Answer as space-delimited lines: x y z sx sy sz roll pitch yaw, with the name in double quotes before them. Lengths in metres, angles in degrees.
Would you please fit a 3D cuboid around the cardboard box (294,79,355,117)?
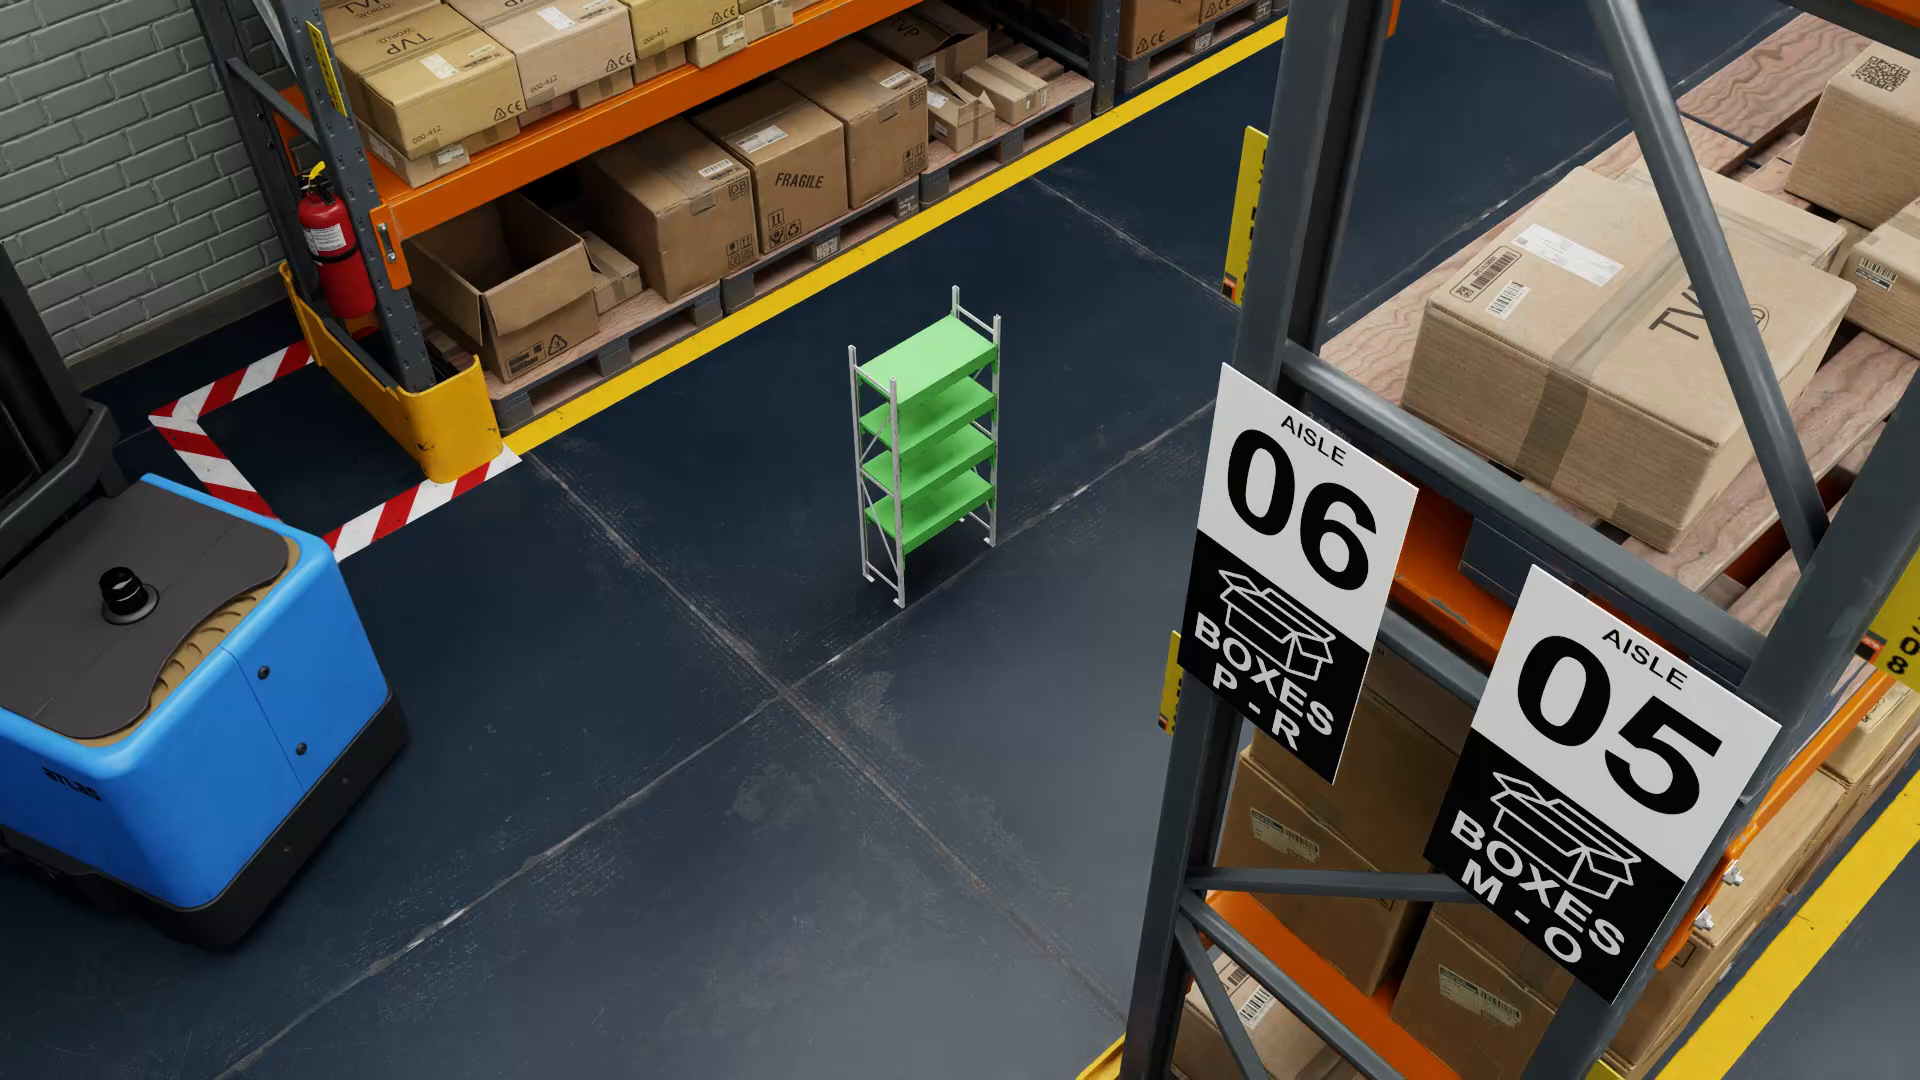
"cardboard box" -2.452 -1.824 6.616 0.250 0.149 0.380 -34 56 -28

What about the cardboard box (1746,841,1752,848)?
"cardboard box" 1.275 0.480 3.129 0.250 0.149 0.380 -33 55 -26

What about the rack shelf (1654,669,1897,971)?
"rack shelf" 5.639 2.539 1.888 4.000 1.870 10.987 -34 56 -27

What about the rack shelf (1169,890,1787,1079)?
"rack shelf" 2.305 0.353 4.926 4.000 0.370 1.077 -34 56 -27

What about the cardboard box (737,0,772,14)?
"cardboard box" -0.890 -2.493 6.962 0.500 0.250 0.500 -35 56 -28

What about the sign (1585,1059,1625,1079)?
"sign" 1.195 1.083 3.121 0.005 0.325 0.100 -34 56 -27

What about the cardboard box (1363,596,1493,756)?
"cardboard box" 0.956 0.219 3.371 0.250 0.149 0.380 -33 55 -27

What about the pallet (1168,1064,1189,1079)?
"pallet" 1.365 1.606 5.178 1.213 0.211 1.003 -34 56 -27

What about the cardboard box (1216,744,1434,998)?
"cardboard box" 1.004 0.682 4.065 0.500 0.500 0.500 -33 56 -27

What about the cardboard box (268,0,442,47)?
"cardboard box" -2.355 -2.021 6.527 0.500 0.250 0.500 -32 55 -26

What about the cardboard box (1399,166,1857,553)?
"cardboard box" 1.098 -0.316 2.761 0.500 0.250 0.500 34 56 27

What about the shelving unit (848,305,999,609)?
"shelving unit" 7.177 1.156 4.921 8.595 1.200 13.061 -34 56 -27

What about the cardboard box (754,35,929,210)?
"cardboard box" -0.573 -2.059 8.078 0.500 0.500 0.700 -36 57 -28

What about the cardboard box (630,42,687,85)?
"cardboard box" -1.340 -2.053 6.827 0.250 0.149 0.380 -33 55 -27

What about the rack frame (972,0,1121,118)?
"rack frame" 0.443 -3.577 8.063 0.127 3.000 1.000 -34 56 -27

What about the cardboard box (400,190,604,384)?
"cardboard box" -2.000 -1.146 7.232 0.637 0.503 0.797 -36 57 -28

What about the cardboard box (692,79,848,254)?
"cardboard box" -0.883 -1.753 7.795 0.500 0.500 0.500 -33 55 -27

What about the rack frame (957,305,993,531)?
"rack frame" 0.058 -0.446 6.398 0.006 1.046 0.228 -34 56 -27

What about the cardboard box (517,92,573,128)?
"cardboard box" -1.760 -1.827 6.619 0.250 0.149 0.380 -34 56 -28

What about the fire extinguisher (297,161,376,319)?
"fire extinguisher" -2.314 -1.122 6.104 0.183 0.674 0.296 -34 56 -27

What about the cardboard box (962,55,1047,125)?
"cardboard box" 0.229 -2.317 8.554 0.250 0.149 0.380 -35 56 -28

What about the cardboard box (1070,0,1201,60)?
"cardboard box" 0.952 -2.988 8.935 0.500 0.500 0.500 -31 55 -26

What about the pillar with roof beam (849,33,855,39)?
"pillar with roof beam" 2.218 -3.416 3.832 0.400 9.000 9.100 -34 56 -27

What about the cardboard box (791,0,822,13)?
"cardboard box" -0.777 -2.443 7.188 0.250 0.149 0.380 -34 56 -27

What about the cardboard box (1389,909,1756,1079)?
"cardboard box" 1.374 0.983 3.787 0.500 0.500 0.500 -34 56 -27

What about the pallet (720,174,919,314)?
"pallet" -0.969 -1.686 8.215 1.213 0.211 1.003 -34 56 -27

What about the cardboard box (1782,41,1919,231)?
"cardboard box" 1.967 -0.778 3.146 0.500 0.311 0.500 -33 55 -27

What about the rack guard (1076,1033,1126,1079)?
"rack guard" 0.808 1.958 4.657 0.348 0.500 1.175 -34 56 -27

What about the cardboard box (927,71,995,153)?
"cardboard box" -0.036 -2.180 8.349 0.258 0.266 0.396 -32 55 -26

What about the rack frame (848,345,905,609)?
"rack frame" -0.303 -0.204 6.175 0.015 1.200 0.240 -34 56 -27

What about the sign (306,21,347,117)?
"sign" -2.151 -1.598 5.647 0.005 0.325 0.100 -34 56 -27

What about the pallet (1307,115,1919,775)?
"pallet" 1.368 -0.261 3.023 1.213 0.211 1.003 -34 56 -27

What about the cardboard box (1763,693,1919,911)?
"cardboard box" 1.750 0.384 3.660 0.500 0.500 0.500 -35 56 -28

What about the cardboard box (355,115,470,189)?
"cardboard box" -2.089 -1.527 6.342 0.250 0.149 0.380 -34 56 -27

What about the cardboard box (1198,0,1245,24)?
"cardboard box" 1.340 -3.257 9.182 0.500 0.500 0.500 -34 56 -28

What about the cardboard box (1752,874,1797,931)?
"cardboard box" 1.729 0.718 4.032 0.500 0.500 0.500 -35 56 -28

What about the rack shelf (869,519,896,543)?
"rack shelf" -0.122 -0.138 6.489 0.442 0.029 0.199 -34 56 -27

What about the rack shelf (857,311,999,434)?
"rack shelf" -0.122 -0.607 5.981 0.480 0.148 0.258 -34 56 -27

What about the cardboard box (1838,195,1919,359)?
"cardboard box" 1.785 -0.423 2.929 0.250 0.149 0.380 -32 55 -26

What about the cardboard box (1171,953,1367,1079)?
"cardboard box" 1.247 1.444 4.888 0.875 0.438 0.875 -36 57 -28

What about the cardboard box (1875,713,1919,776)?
"cardboard box" 2.126 0.125 3.899 0.500 0.500 0.500 -34 56 -27

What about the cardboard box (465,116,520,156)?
"cardboard box" -1.932 -1.678 6.482 0.250 0.149 0.380 -32 55 -26

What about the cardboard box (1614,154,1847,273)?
"cardboard box" 1.354 -0.532 3.030 0.380 0.149 0.250 35 56 28

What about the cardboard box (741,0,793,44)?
"cardboard box" -0.921 -2.278 7.035 0.250 0.149 0.380 -33 55 -26

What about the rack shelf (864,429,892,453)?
"rack shelf" -0.122 -0.464 6.136 0.442 0.029 0.199 -34 56 -27

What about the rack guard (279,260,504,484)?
"rack guard" -2.460 -0.789 7.191 0.348 0.500 1.175 -34 56 -27

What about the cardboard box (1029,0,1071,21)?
"cardboard box" 0.904 -3.513 9.317 1.298 0.649 0.516 -32 55 -26

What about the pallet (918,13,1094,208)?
"pallet" -0.066 -2.292 8.775 1.213 0.211 1.003 -34 56 -27

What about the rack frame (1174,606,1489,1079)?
"rack frame" 0.823 1.096 3.751 0.053 2.616 0.949 -34 56 -27

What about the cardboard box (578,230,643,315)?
"cardboard box" -1.660 -1.214 7.537 0.250 0.149 0.380 -36 57 -28
